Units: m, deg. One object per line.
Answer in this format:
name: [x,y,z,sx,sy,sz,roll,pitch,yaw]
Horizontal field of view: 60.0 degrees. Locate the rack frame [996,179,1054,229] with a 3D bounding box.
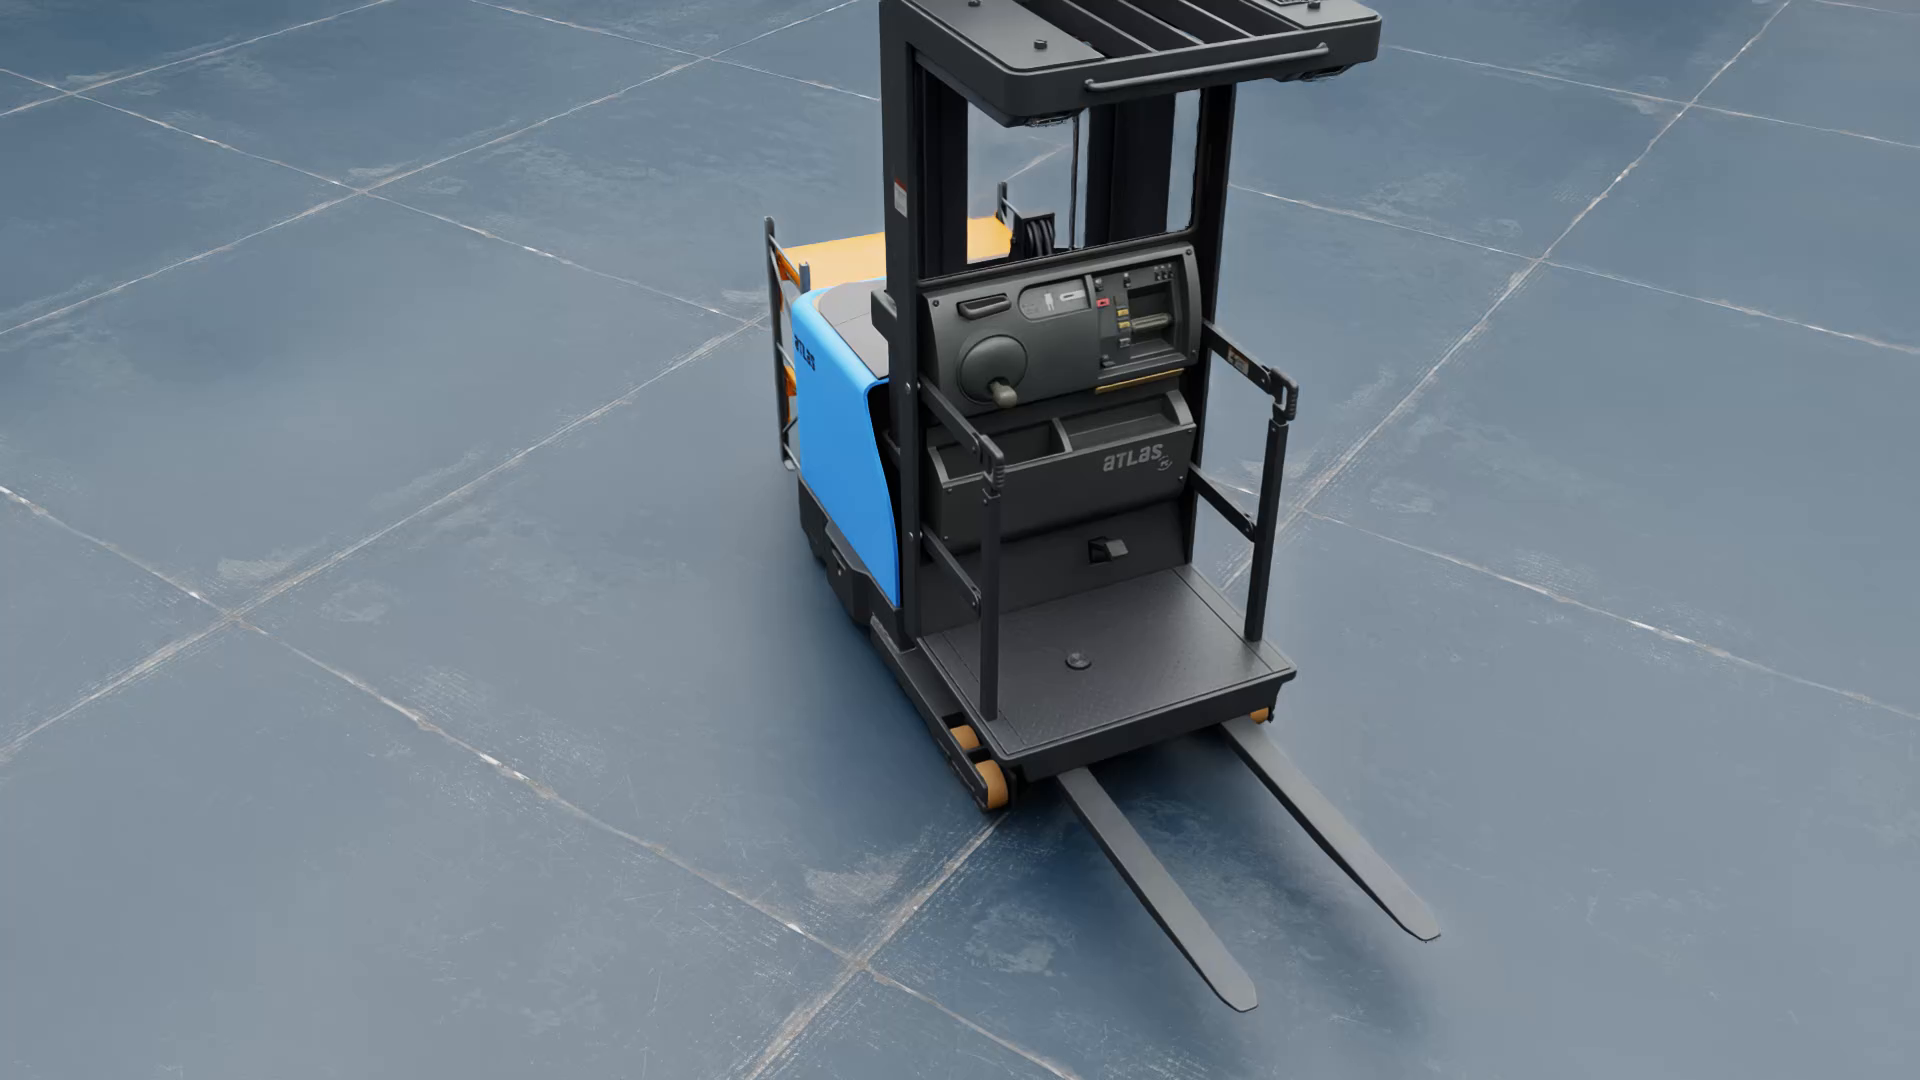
rack frame: [0.263,-0.917,7.102,0.032,1.125,0.500,-13,36,-18]

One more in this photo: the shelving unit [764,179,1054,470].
shelving unit: [-0.207,-0.808,6.941,1.048,1.125,0.538,-13,36,-18]

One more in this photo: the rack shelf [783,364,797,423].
rack shelf: [-0.207,-0.606,7.078,1.000,0.278,0.538,-13,36,-18]

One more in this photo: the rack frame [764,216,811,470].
rack frame: [-0.676,-0.699,6.779,0.032,1.125,0.500,-13,36,-18]

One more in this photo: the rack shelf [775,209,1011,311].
rack shelf: [-0.207,-1.051,6.777,1.000,0.278,0.538,-13,36,-18]

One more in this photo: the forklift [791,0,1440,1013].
forklift: [0.428,-0.607,5.032,1.130,2.935,3.031,-14,37,-20]
